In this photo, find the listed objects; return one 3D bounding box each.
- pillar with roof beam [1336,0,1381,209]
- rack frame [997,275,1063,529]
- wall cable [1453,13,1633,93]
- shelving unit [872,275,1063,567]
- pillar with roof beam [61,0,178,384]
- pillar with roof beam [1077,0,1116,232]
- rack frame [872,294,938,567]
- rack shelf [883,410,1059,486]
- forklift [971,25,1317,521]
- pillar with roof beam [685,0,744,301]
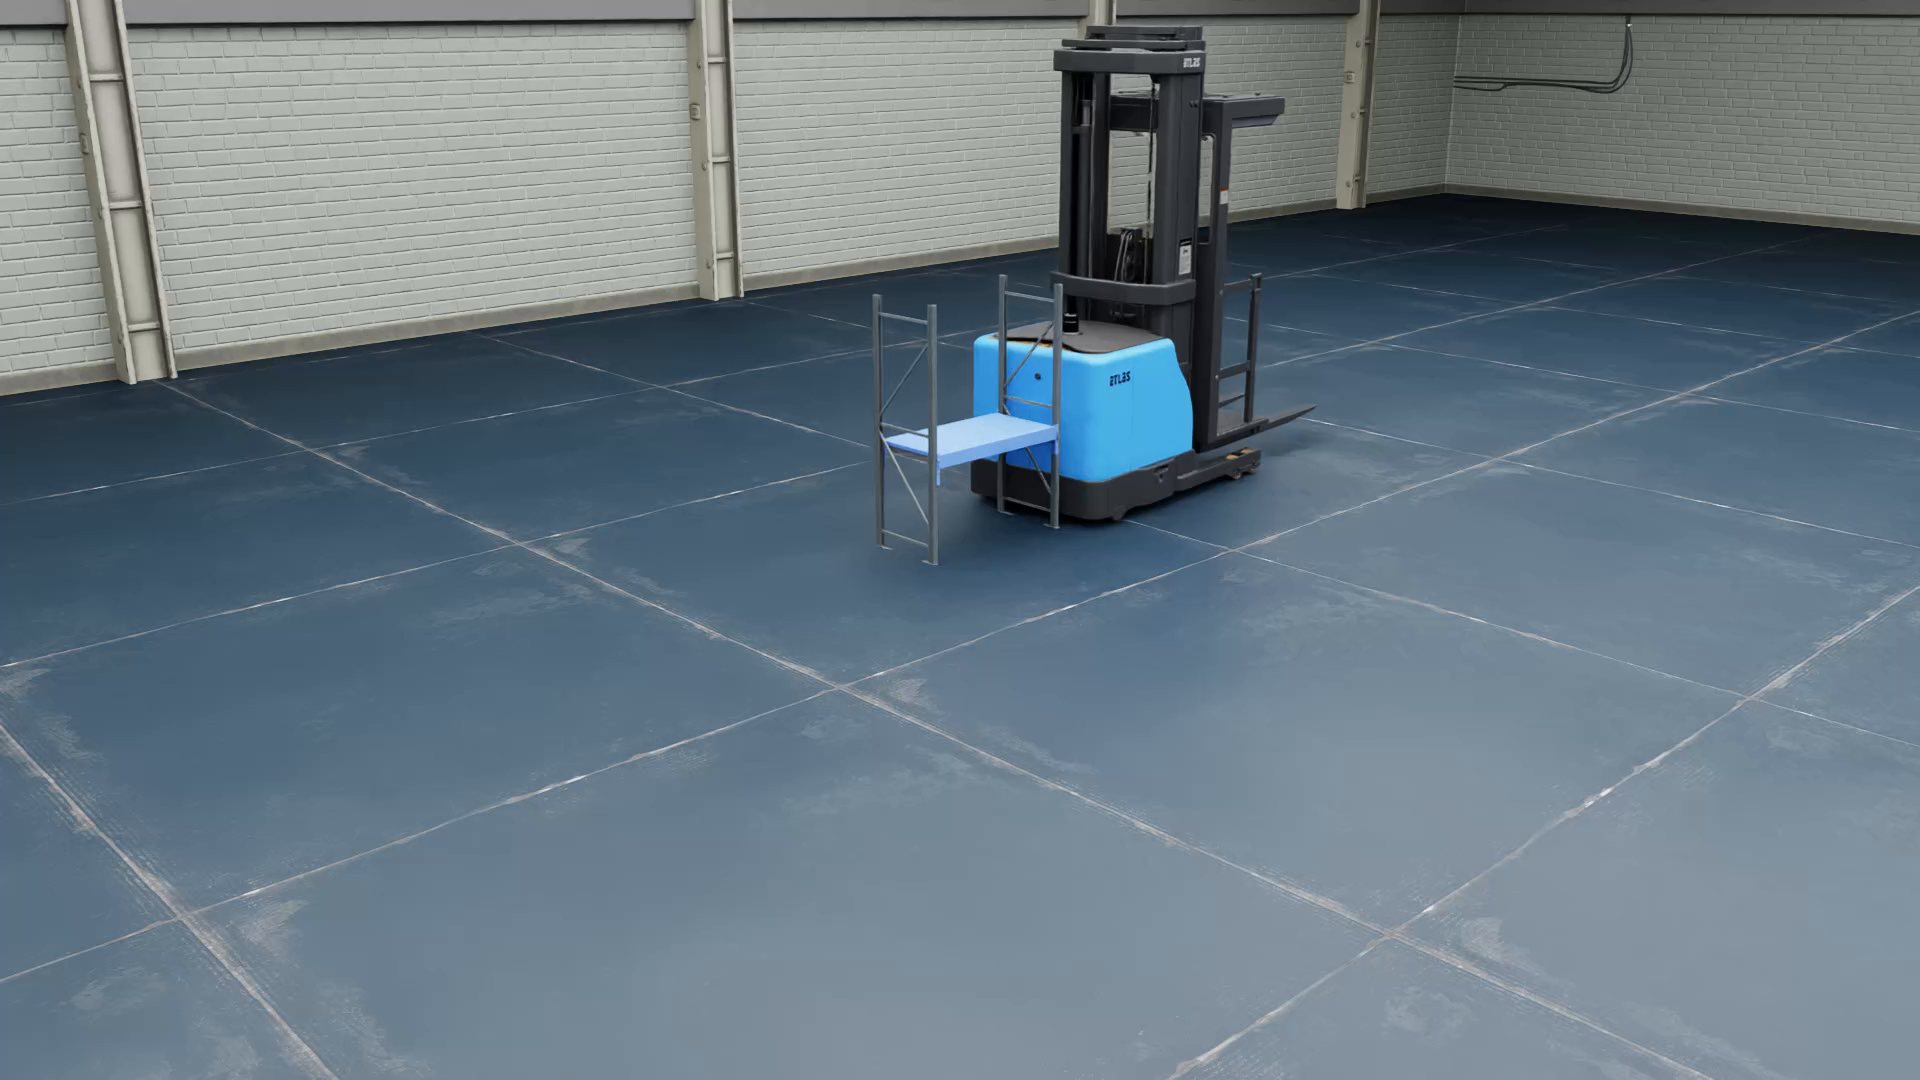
[{"bbox_3d":[9.065,-8.521,21.675,0.400,9.000,9.100,-16,24,-41],"label":"pillar with roof beam"},{"bbox_3d":[0.420,-0.836,10.133,0.032,1.500,0.500,-17,24,-41],"label":"rack frame"},{"bbox_3d":[9.156,-8.336,26.140,0.112,2.526,3.097,-16,24,-41],"label":"wall cable"},{"bbox_3d":[0.054,-0.728,9.797,1.048,1.500,0.538,-17,24,-41],"label":"shelving unit"},{"bbox_3d":[-4.014,-4.707,9.911,0.400,9.000,9.100,-16,24,-41],"label":"pillar with roof beam"},{"bbox_3d":[4.705,-7.249,17.753,0.400,9.000,9.100,-16,24,-41],"label":"pillar with roof beam"},{"bbox_3d":[-0.312,-0.619,9.461,0.032,1.500,0.500,-17,24,-41],"label":"rack frame"},{"bbox_3d":[0.054,-0.557,9.853,1.000,0.185,0.538,-17,24,-41],"label":"rack shelf"},{"bbox_3d":[1.411,-1.893,11.072,1.130,2.935,3.031,15,23,38],"label":"forklift"},{"bbox_3d":[0.346,-5.978,13.832,0.400,9.000,9.100,-16,24,-41],"label":"pillar with roof beam"}]
